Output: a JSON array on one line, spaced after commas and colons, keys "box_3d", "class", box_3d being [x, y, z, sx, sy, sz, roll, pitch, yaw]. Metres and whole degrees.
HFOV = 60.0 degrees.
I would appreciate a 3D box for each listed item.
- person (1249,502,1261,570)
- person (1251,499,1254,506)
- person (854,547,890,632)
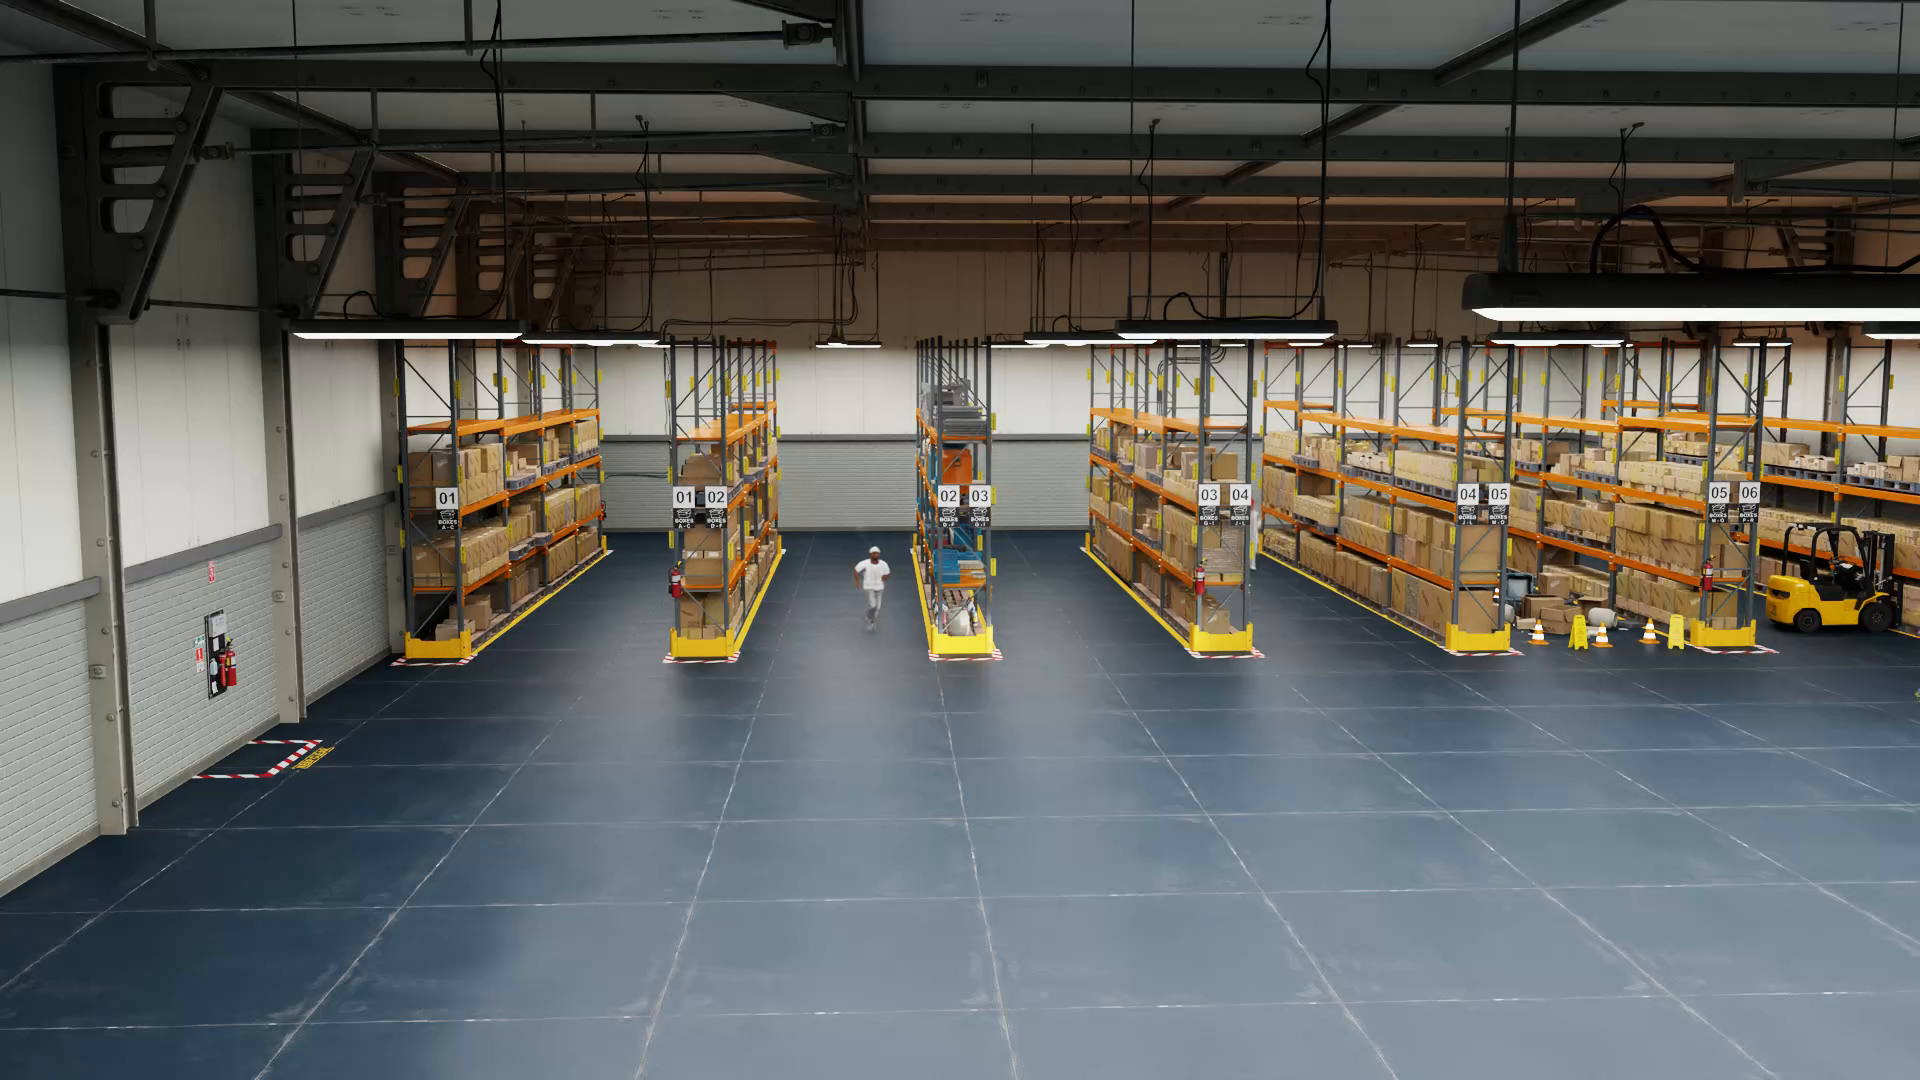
[{"box_3d": [7.611, -0.123, 43.663, 0.709, 1.762, 1.009, -1, 7, -7], "class": "person"}, {"box_3d": [8.493, -0.667, 49.098, 0.723, 1.740, 0.790, -3, 7, -23], "class": "person"}, {"box_3d": [-1.747, 1.003, 33.848, 0.692, 1.741, 0.660, -3, 7, -22], "class": "person"}]
